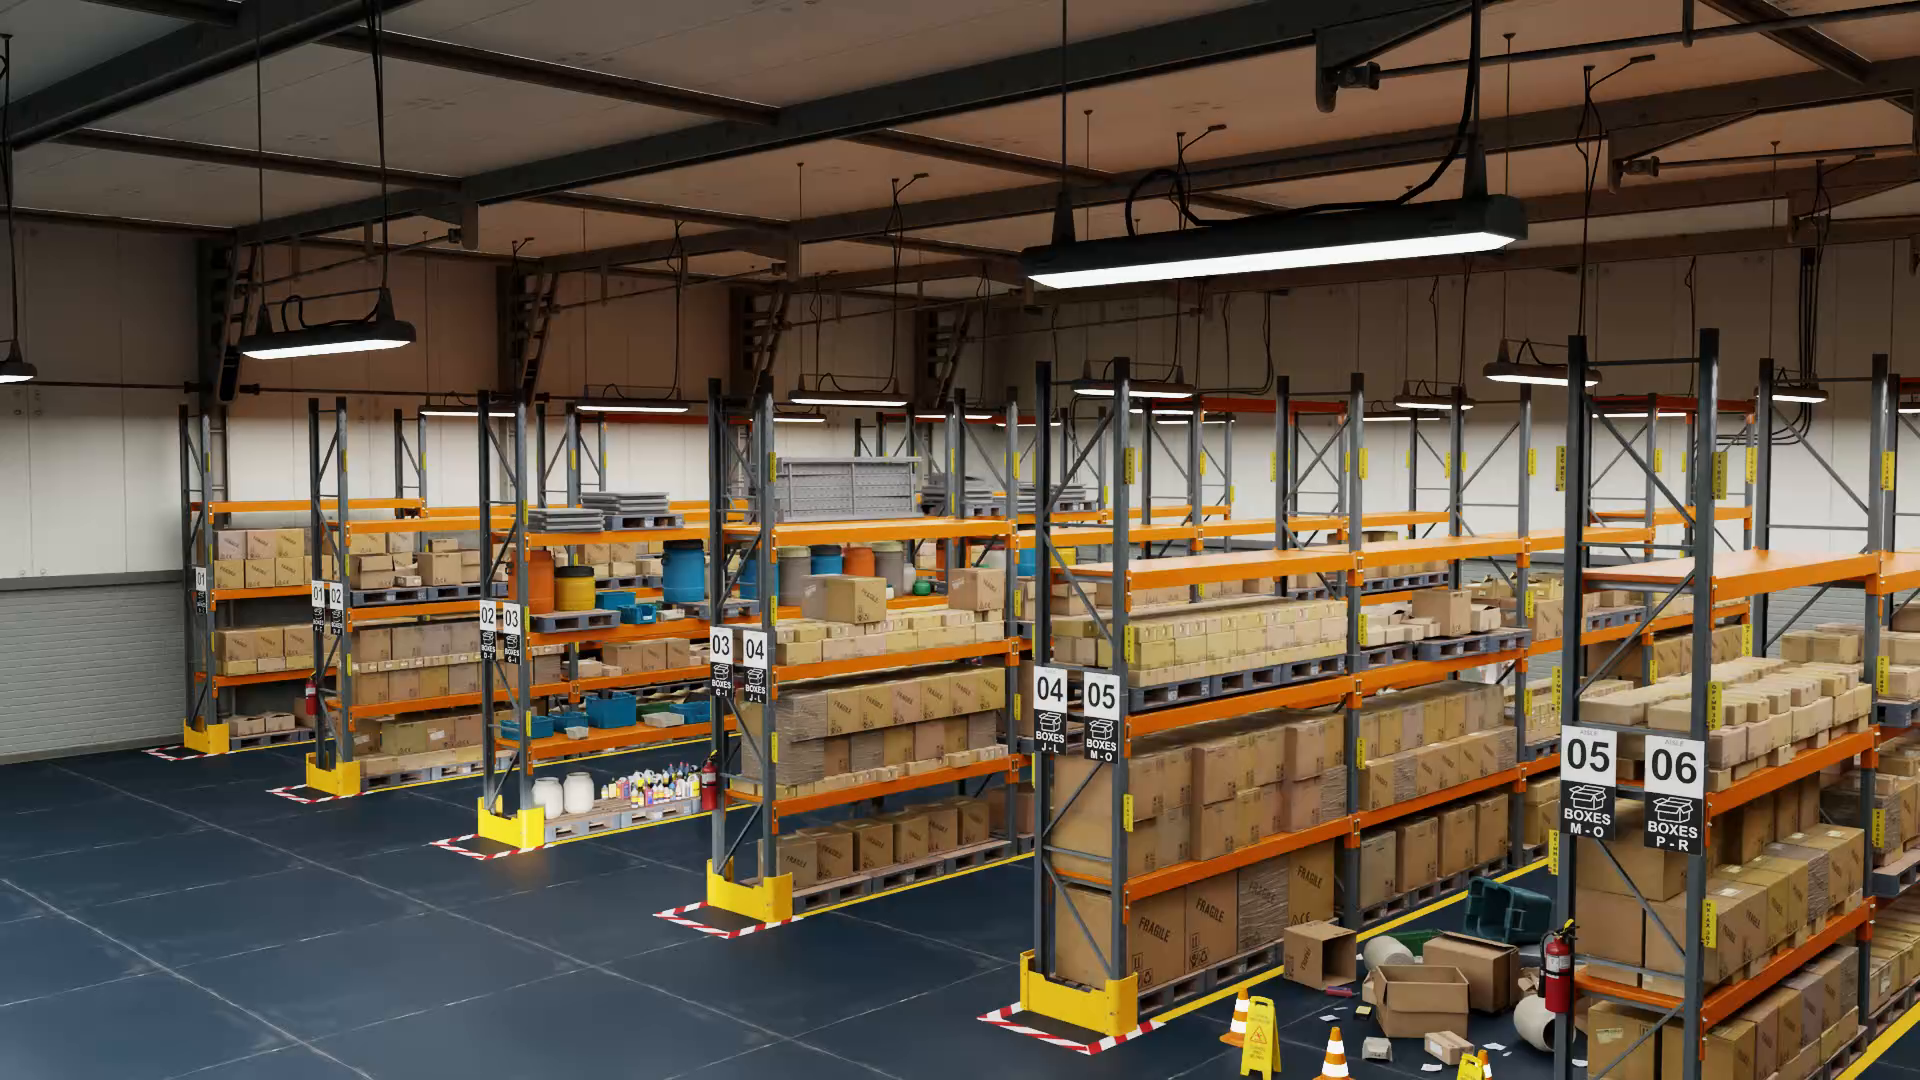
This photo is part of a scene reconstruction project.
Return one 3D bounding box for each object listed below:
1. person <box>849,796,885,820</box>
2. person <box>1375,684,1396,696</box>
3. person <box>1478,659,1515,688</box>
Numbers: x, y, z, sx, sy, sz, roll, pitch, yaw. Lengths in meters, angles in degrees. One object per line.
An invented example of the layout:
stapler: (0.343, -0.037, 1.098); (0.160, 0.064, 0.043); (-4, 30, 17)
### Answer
person: (-1.380, 3.061, 23.353); (0.691, 1.733, 0.986); (2, 4, 33)
person: (6.750, 2.949, 26.181); (0.738, 1.754, 0.555); (-3, 4, -45)
person: (9.977, 2.669, 30.933); (0.650, 1.838, 1.133); (0, 3, -6)
